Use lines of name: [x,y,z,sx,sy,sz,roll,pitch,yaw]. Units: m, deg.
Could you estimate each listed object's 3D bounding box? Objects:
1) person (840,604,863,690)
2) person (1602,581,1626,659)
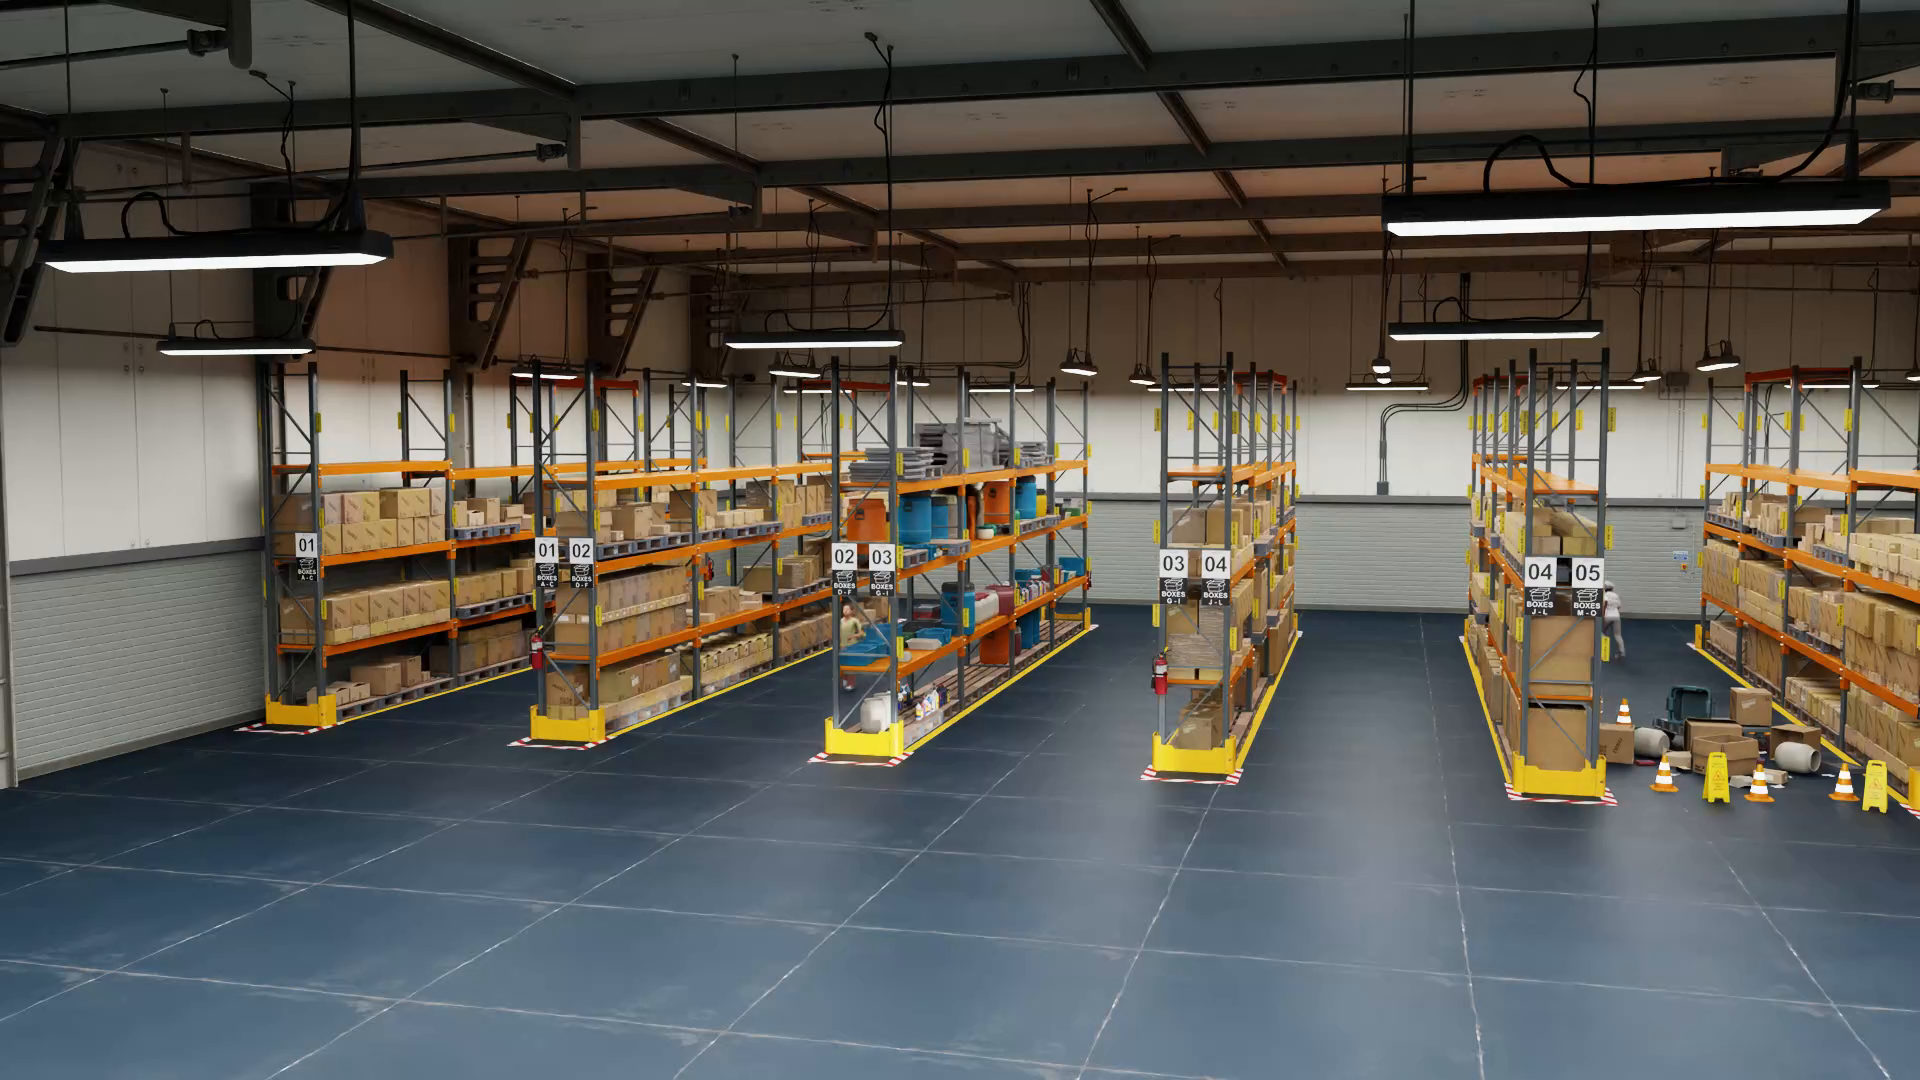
person: [-2.099,1.999,30.956,0.579,1.630,0.545,1,4,20]
person: [13.748,1.712,35.126,0.574,1.660,0.956,0,4,-6]
